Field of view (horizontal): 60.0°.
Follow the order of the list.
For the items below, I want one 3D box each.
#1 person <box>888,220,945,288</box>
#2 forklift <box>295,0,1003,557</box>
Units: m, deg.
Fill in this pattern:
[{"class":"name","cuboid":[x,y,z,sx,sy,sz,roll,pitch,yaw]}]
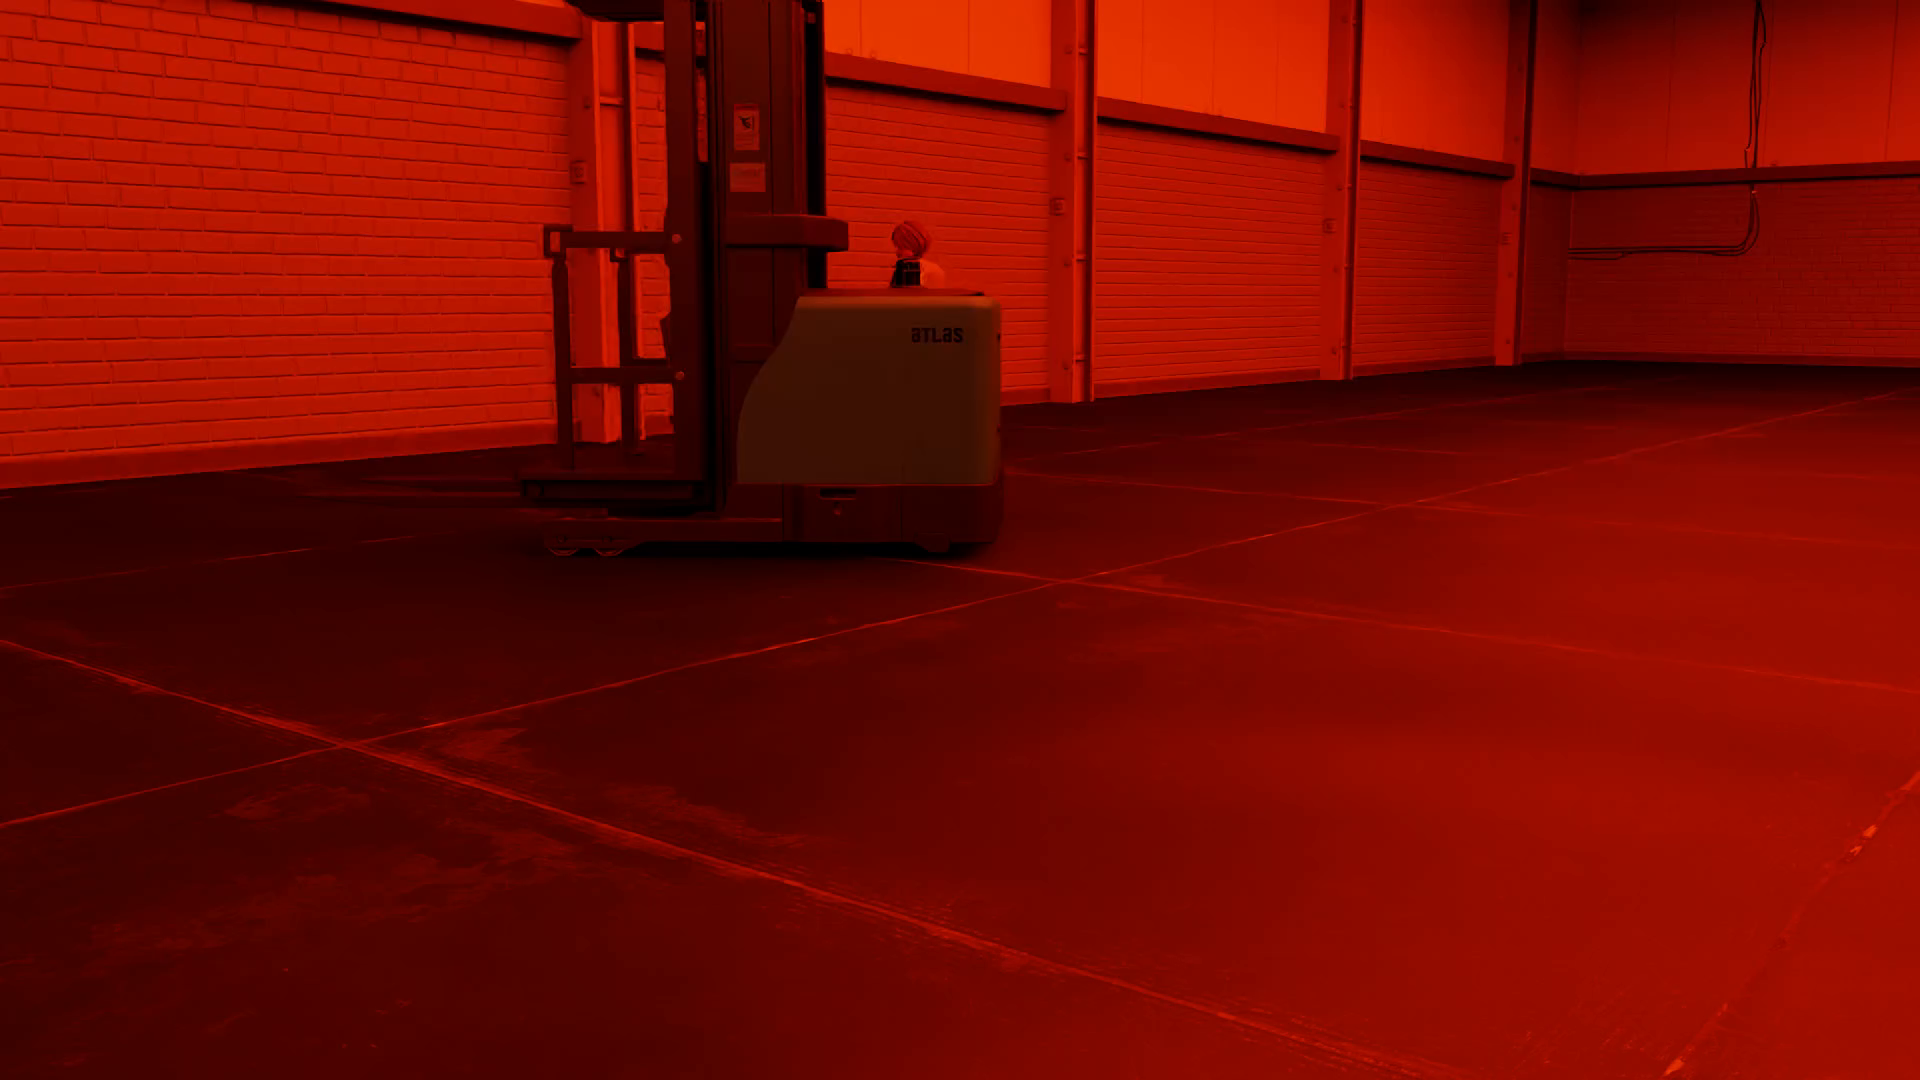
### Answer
[{"class":"person","cuboid":[-0.279,-1.062,9.548,0.438,1.521,0.797,-5,10,-30]},{"class":"forklift","cuboid":[-1.339,-1.455,7.227,3.031,2.935,1.130,1,8,4]}]
